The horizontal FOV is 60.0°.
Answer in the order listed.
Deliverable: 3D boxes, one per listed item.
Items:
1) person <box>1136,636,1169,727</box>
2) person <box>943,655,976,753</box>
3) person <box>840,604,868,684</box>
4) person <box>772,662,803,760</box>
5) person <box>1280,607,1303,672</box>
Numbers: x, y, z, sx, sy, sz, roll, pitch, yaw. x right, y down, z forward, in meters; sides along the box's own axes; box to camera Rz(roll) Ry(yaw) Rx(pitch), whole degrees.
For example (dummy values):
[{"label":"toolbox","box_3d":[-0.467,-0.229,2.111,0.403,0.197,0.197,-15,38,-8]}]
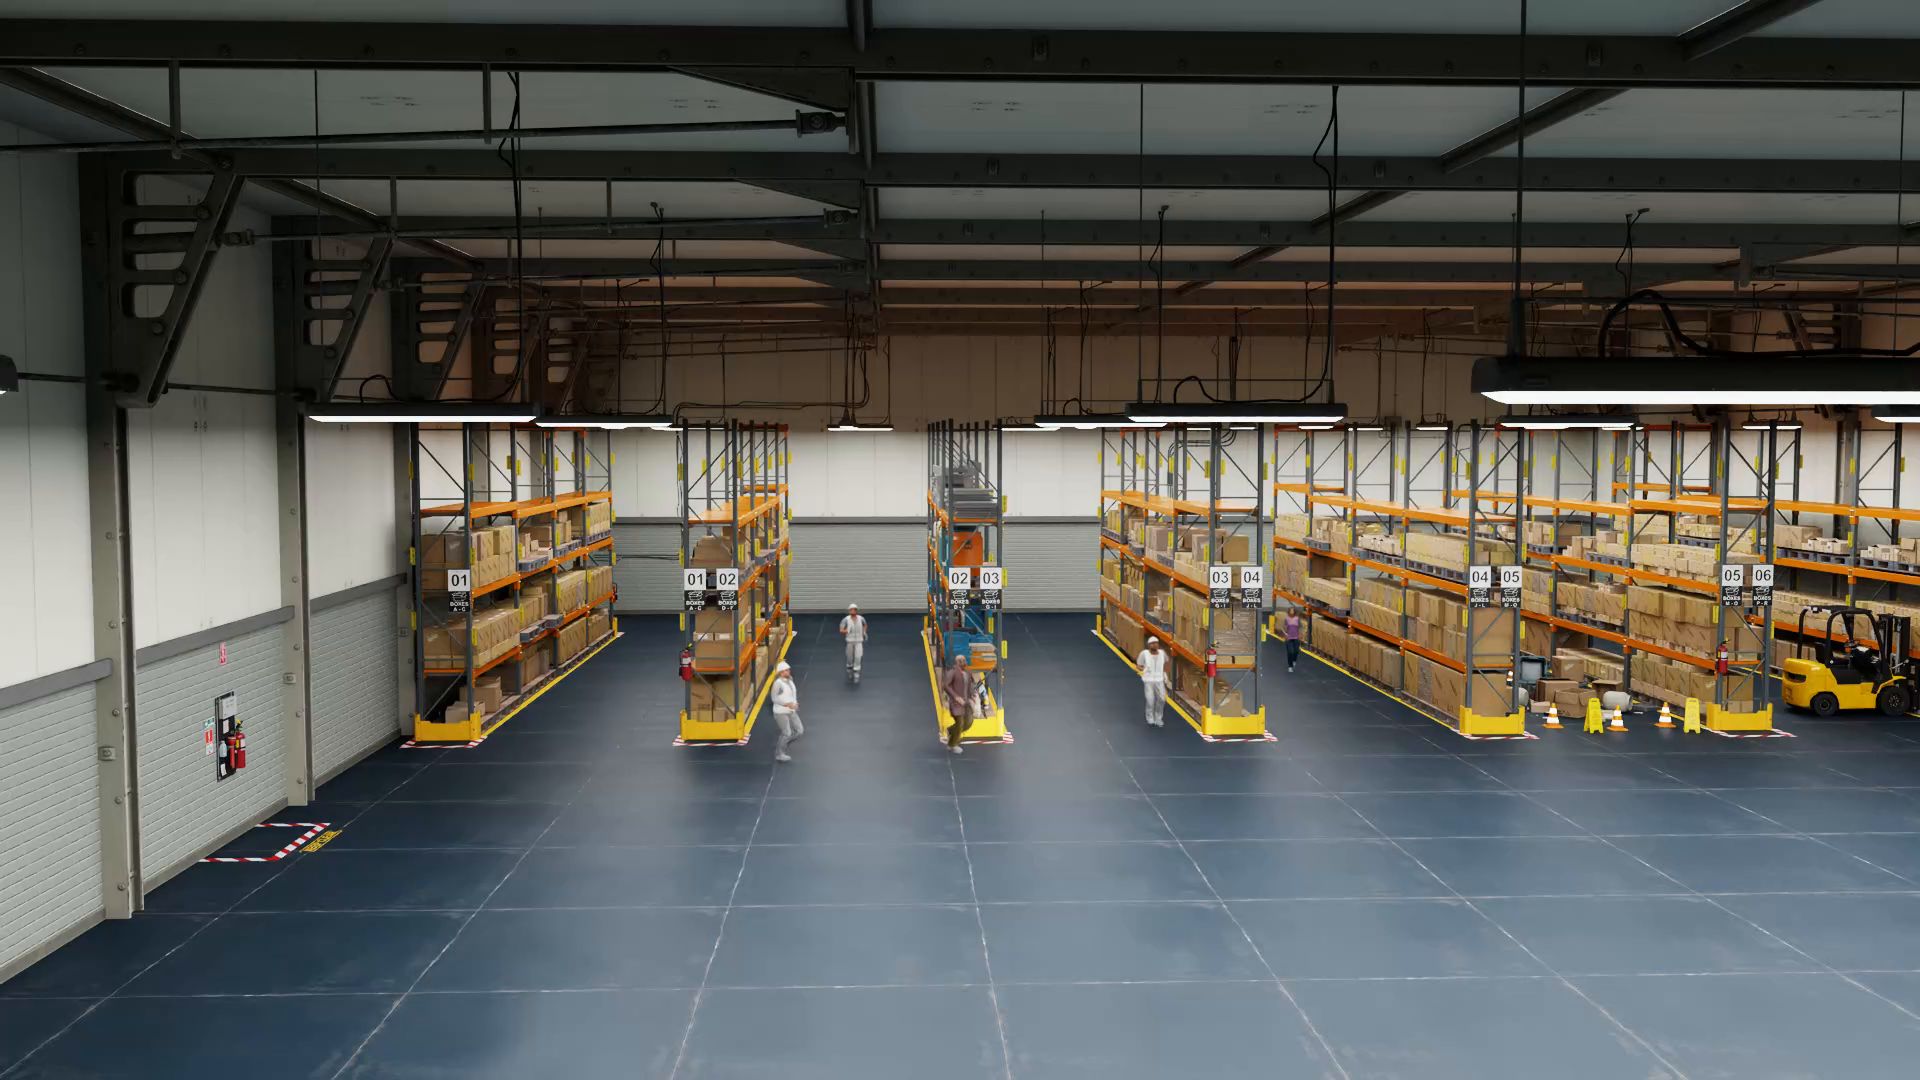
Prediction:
[{"label":"person","box_3d":[3.784,2.771,32.415,0.696,1.784,0.611,0,4,-5]},{"label":"person","box_3d":[-0.019,2.943,30.064,0.590,1.730,0.774,3,5,38]},{"label":"person","box_3d":[-2.445,2.361,38.253,0.653,1.786,0.918,-1,4,-11]},{"label":"person","box_3d":[-3.002,2.989,29.028,0.563,1.727,0.636,2,4,28]},{"label":"person","box_3d":[7.983,2.386,39.946,0.563,1.565,0.492,0,4,2]}]
